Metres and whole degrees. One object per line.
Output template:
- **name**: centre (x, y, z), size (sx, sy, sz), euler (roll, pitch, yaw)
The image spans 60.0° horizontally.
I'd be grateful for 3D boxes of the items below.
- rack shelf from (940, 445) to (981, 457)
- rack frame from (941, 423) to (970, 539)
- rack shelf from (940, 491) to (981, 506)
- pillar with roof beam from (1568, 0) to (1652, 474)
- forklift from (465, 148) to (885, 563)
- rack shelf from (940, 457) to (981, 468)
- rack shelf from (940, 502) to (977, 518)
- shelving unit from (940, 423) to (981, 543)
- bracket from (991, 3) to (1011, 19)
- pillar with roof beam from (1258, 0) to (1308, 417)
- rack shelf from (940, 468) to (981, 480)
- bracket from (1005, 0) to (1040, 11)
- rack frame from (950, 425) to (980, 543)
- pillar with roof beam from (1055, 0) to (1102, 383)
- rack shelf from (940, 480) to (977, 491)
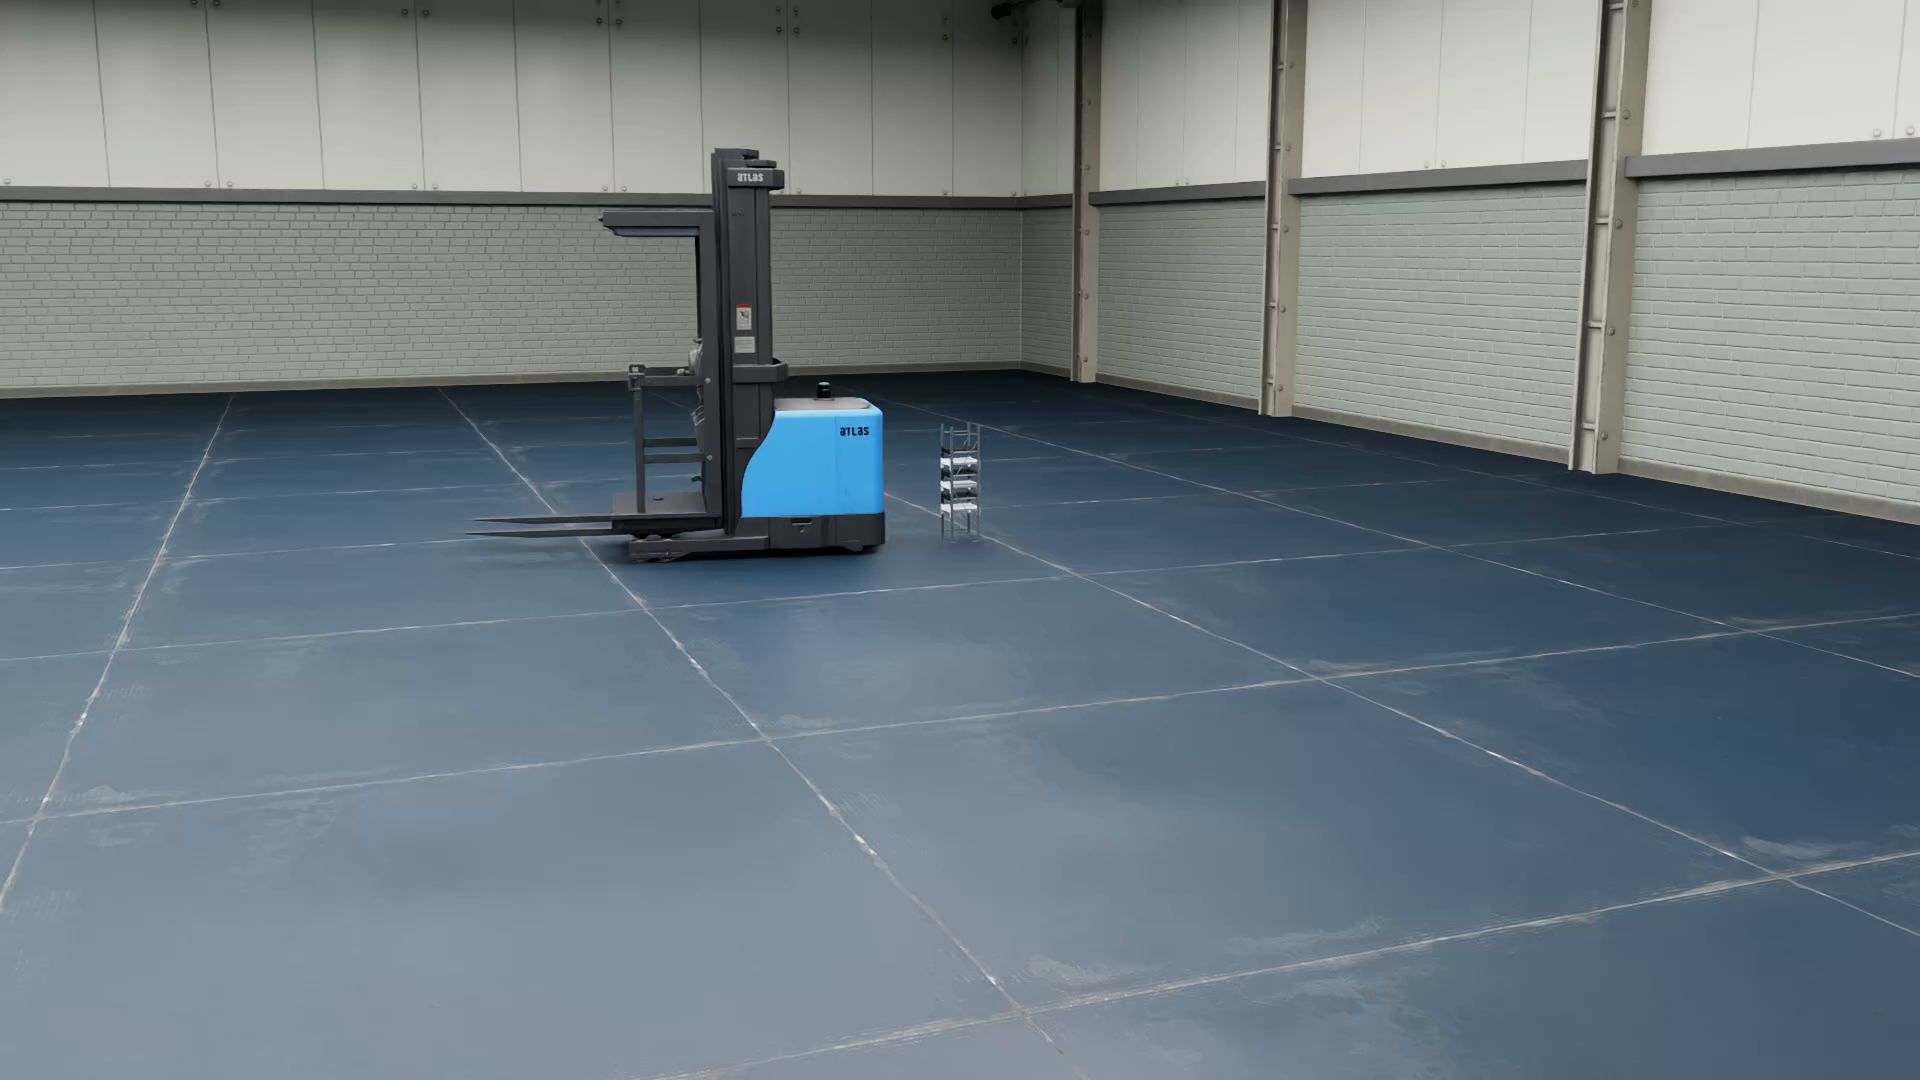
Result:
- **rack shelf**: centre (0.003, -0.675, 12.792), size (0.258, 0.077, 0.200), euler (-4, 11, -21)
- **rack frame**: centre (-0.034, -0.458, 12.927), size (0.240, 0.900, 0.006), euler (-4, 11, -21)
- **rack shelf**: centre (0.003, -0.320, 12.855), size (0.258, 0.077, 0.200), euler (-4, 11, -21)
- **pillar with roof beam**: centre (2.410, -4.857, 14.533), size (9.100, 9.000, 0.400), euler (-4, 11, -21)
- **forklift**: centre (-2.124, -1.378, 12.300), size (3.031, 2.935, 1.130), euler (-2, 10, -10)
- **rack shelf**: centre (0.003, -0.586, 12.808), size (0.258, 0.077, 0.200), euler (-4, 11, -21)
- **rack shelf**: centre (0.003, -0.232, 12.871), size (0.258, 0.077, 0.200), euler (-4, 11, -21)
- **shelving unit**: centre (0.003, -0.442, 12.834), size (0.258, 0.900, 0.210), euler (-4, 11, -21)
- **bracket**: centre (0.734, -9.294, 29.194), size (0.235, 0.232, 0.430), euler (-4, 11, -21)
- **pillar with roof beam**: centre (0.236, -5.837, 20.038), size (9.100, 9.000, 0.400), euler (-4, 11, -21)
- **rack shelf**: centre (0.003, -0.498, 12.824), size (0.258, 0.077, 0.200), euler (-4, 11, -21)
- **bracket**: centre (0.948, -9.197, 28.652), size (0.076, 0.066, 3.189), euler (-4, 11, -21)
- **rack frame**: centre (0.040, -0.425, 12.741), size (0.240, 0.900, 0.006), euler (-4, 11, -21)
- **pillar with roof beam**: centre (-1.938, -6.816, 25.544), size (9.100, 9.000, 0.548), euler (-4, 11, -21)
- **rack shelf**: centre (0.003, -0.409, 12.840), size (0.258, 0.077, 0.200), euler (-4, 11, -21)
